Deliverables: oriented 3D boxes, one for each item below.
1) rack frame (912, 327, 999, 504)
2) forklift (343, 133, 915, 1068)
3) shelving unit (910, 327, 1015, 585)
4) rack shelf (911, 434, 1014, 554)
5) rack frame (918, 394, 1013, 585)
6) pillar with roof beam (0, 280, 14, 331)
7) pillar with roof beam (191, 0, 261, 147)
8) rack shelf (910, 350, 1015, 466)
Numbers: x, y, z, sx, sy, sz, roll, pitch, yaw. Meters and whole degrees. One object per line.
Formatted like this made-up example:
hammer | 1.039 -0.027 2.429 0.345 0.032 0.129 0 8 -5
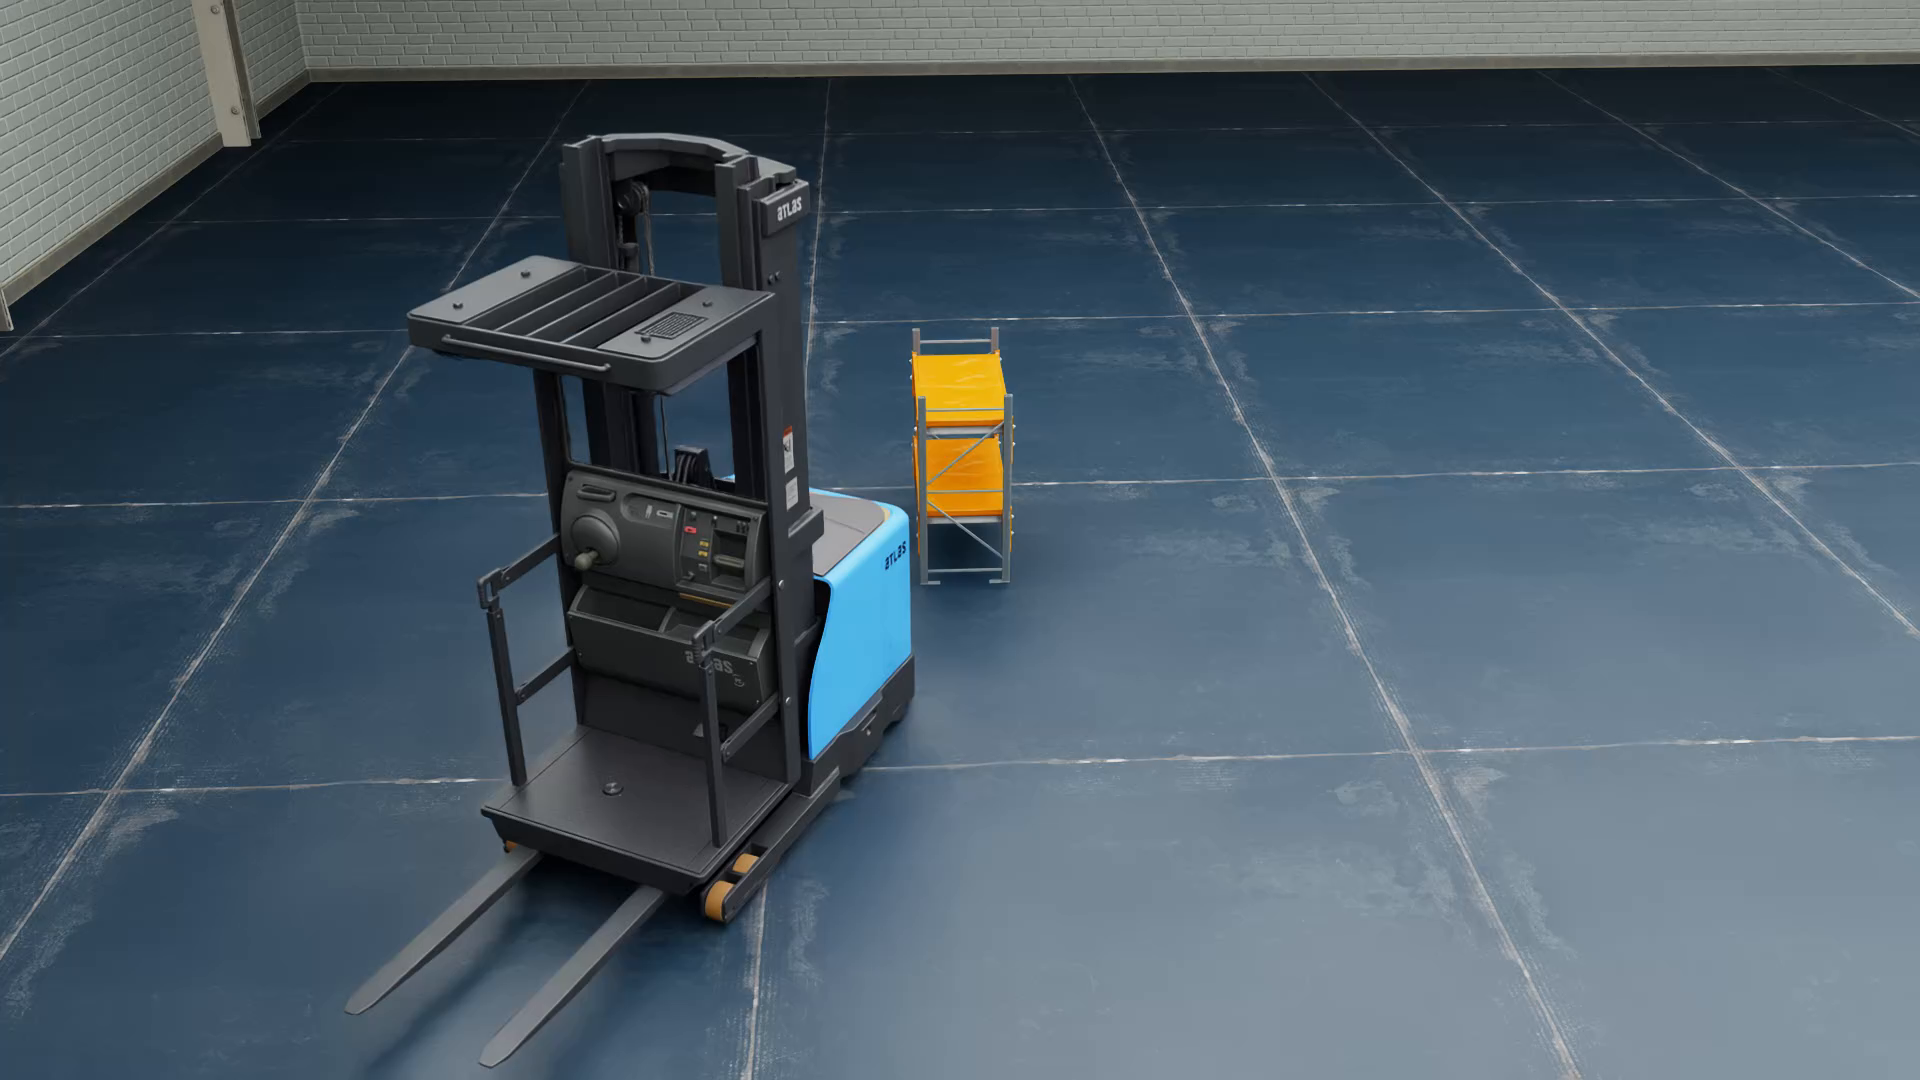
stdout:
rack frame | -0.026 -0.730 9.934 0.500 1.125 0.032 -1 28 -3
forklift | -1.297 0.027 6.530 1.130 2.935 3.031 12 30 22
shelving unit | 0.000 -0.496 9.484 0.538 1.125 1.048 -1 28 -3
rack shelf | 0.000 -0.279 9.597 0.538 0.278 1.000 -1 28 -3
rack frame | 0.027 -0.261 9.034 0.500 1.125 0.032 -1 28 -3
pillar with roof beam | -3.181 -5.642 10.836 9.100 9.000 0.400 -1 28 -3
pillar with roof beam | -3.495 -8.413 16.149 9.100 9.000 0.400 -1 28 -3
rack shelf | 0.000 -0.755 9.349 0.538 0.278 1.000 -1 28 -3
